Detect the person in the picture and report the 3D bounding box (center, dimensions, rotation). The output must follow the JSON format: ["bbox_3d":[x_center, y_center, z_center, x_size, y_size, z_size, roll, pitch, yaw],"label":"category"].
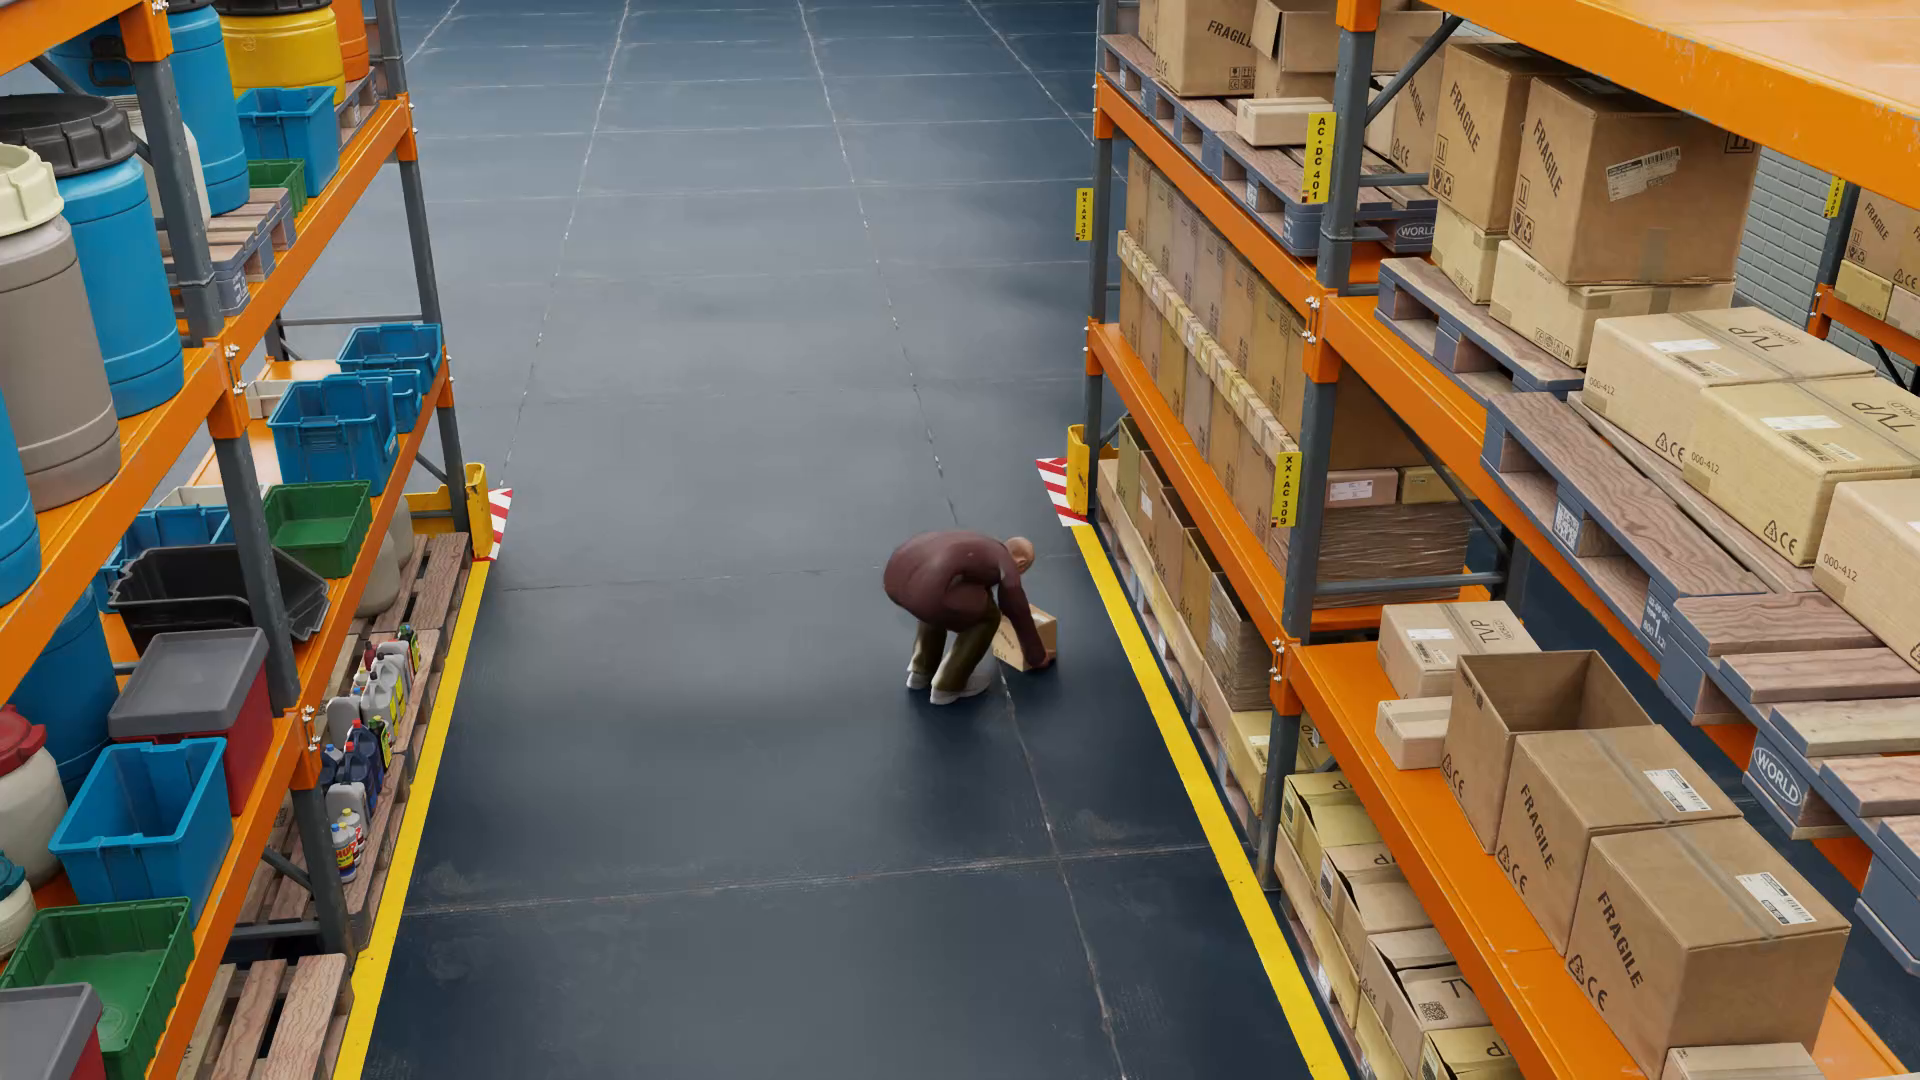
[{"bbox_3d":[0.027,0.339,8.903,0.996,0.940,0.584,-22,34,-37],"label":"person"}]
